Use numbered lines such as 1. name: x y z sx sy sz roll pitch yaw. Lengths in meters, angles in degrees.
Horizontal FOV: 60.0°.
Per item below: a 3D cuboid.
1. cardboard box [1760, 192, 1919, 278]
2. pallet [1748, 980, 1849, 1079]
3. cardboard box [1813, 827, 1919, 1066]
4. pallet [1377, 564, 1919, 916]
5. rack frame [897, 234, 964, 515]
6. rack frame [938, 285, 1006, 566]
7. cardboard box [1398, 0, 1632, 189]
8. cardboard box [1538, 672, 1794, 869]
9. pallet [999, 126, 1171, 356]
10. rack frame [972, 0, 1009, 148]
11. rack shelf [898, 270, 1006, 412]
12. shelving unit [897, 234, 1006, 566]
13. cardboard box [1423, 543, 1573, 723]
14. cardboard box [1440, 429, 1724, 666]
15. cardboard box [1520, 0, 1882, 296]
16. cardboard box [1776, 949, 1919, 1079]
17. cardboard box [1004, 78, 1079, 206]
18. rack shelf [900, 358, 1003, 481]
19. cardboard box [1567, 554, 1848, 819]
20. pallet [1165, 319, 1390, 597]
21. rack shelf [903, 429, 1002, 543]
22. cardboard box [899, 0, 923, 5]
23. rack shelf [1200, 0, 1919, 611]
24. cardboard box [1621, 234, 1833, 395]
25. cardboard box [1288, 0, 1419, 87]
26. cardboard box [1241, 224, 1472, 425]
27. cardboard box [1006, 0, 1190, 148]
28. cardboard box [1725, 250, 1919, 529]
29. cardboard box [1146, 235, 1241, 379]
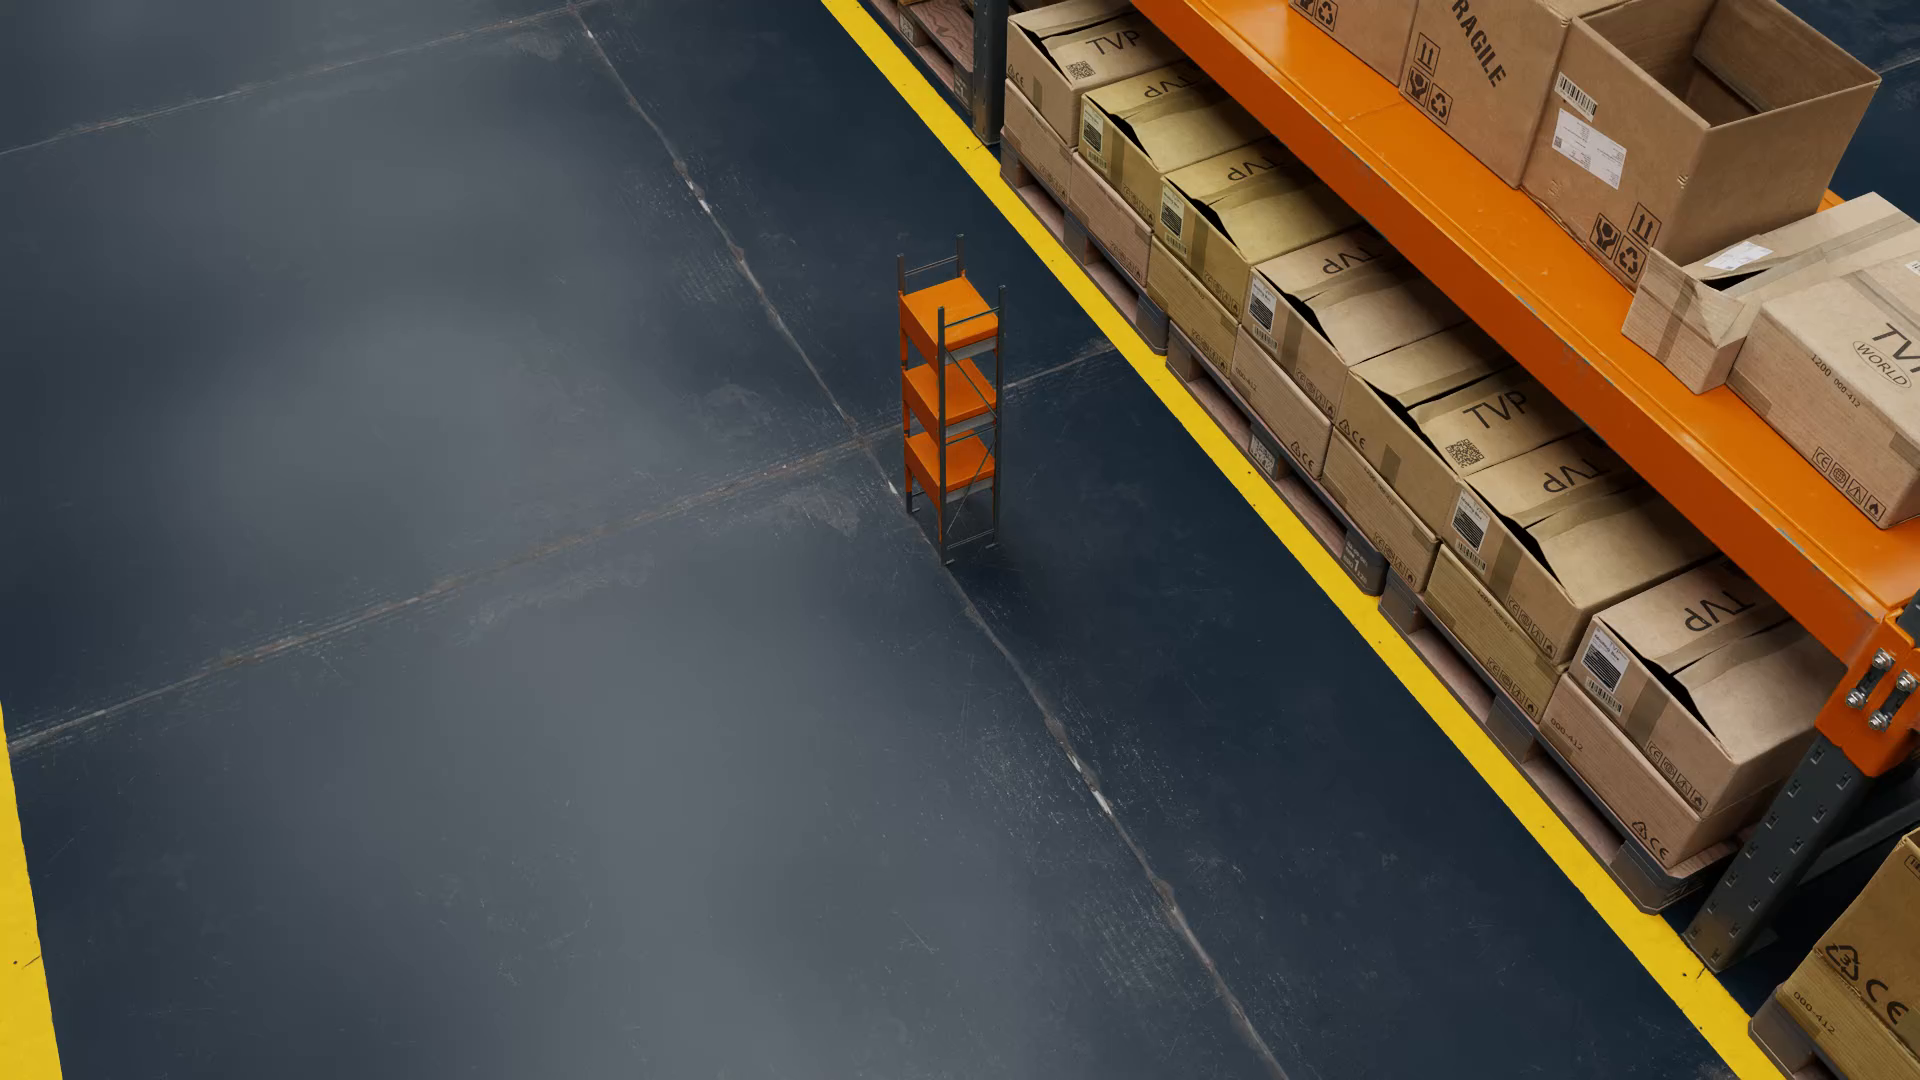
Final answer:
1. cardboard box: 2.128 -0.662 4.003 0.380 0.149 0.250 -21 52 -18
2. pallet: 2.679 1.383 3.900 1.003 0.211 1.213 -21 52 -18
3. cardboard box: 2.286 0.857 3.557 0.500 0.500 0.500 -21 52 -18
4. pallet: 1.980 0.357 4.797 1.003 0.211 1.213 -21 52 -18
5. rack frame: -0.080 -0.463 4.958 0.200 1.050 0.008 -21 52 -18
6. rack frame: 0.031 -0.300 4.815 0.200 1.050 0.008 -21 52 -18
7. cardboard box: 1.545 -1.322 4.347 0.500 0.500 0.500 -21 52 -17
8. cardboard box: 1.905 0.508 4.361 0.500 0.250 0.500 -22 52 -18
9. pallet: 0.864 -1.276 6.226 1.003 0.211 1.213 -21 52 -18
10. rack frame: 0.522 -2.758 5.670 1.000 3.000 0.127 -21 52 -18
11. rack shelf: -0.024 -0.561 4.681 0.215 0.259 0.240 -21 52 -18
12. shelving unit: -0.024 -0.381 4.886 0.215 1.050 0.252 -21 52 -18
13. cardboard box: 1.675 0.169 4.657 0.500 0.250 0.500 -22 52 -18
14. cardboard box: 1.668 -0.017 4.447 0.500 0.311 0.500 -20 52 -17
15. cardboard box: 1.774 -0.986 4.053 0.500 0.500 0.500 -18 51 -15
16. cardboard box: 2.295 1.101 3.842 0.500 0.250 0.500 -21 52 -18
17. cardboard box: 0.500 -1.540 6.152 0.500 0.250 0.500 -21 52 -18
18. rack shelf: -0.024 -0.374 4.894 0.215 0.259 0.240 -21 52 -18
19. cardboard box: 1.912 0.329 4.145 0.500 0.311 0.500 -21 52 -18
20. pallet: 1.418 -0.460 5.512 1.003 0.211 1.213 -21 52 -18
21. rack shelf: -0.024 -0.191 5.103 0.215 0.259 0.240 -21 52 -18
22. cardboard box: -0.115 -2.625 6.922 0.500 0.500 0.500 -19 52 -16
23. rack shelf: 1.437 -1.247 4.696 0.919 0.124 3.809 -21 52 -18
24. cardboard box: 1.787 -0.562 3.838 0.396 0.266 0.258 -22 52 -18
25. cardboard box: 1.304 -1.674 4.655 0.500 0.500 0.500 -24 53 -19
26. cardboard box: 1.215 -0.690 5.036 0.500 0.311 0.500 -22 52 -18
27. cardboard box: 0.500 -1.724 5.940 0.500 0.311 0.500 -20 52 -16
28. cardboard box: 2.088 -0.346 3.660 0.500 0.250 0.500 -18 51 -15
29. cardboard box: 0.974 -0.858 5.555 0.500 0.250 0.500 -22 53 -18
